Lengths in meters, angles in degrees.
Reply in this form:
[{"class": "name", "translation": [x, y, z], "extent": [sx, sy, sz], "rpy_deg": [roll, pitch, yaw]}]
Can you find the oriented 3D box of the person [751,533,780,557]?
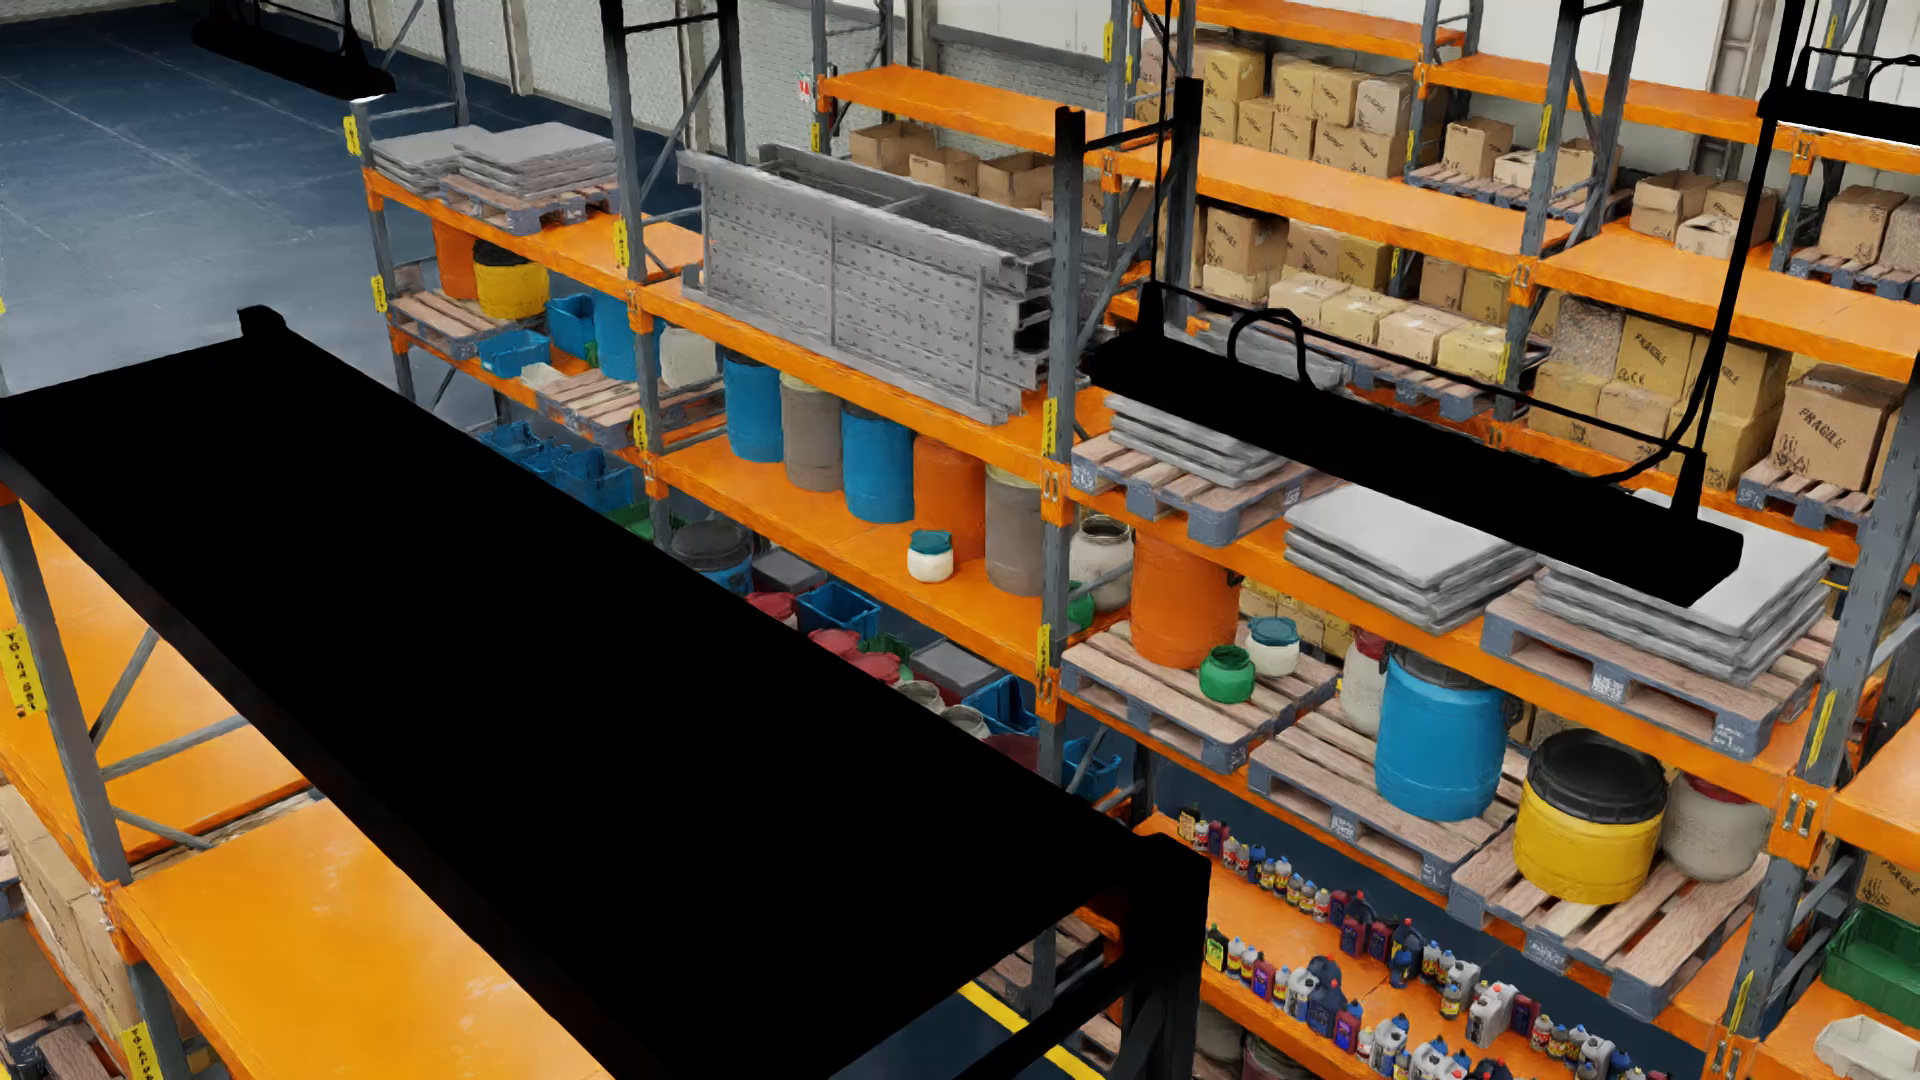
[{"class": "person", "translation": [-1.617, 0.088, 15.000], "extent": [0.507, 1.619, 0.580], "rpy_deg": [25, 37, 38]}]
